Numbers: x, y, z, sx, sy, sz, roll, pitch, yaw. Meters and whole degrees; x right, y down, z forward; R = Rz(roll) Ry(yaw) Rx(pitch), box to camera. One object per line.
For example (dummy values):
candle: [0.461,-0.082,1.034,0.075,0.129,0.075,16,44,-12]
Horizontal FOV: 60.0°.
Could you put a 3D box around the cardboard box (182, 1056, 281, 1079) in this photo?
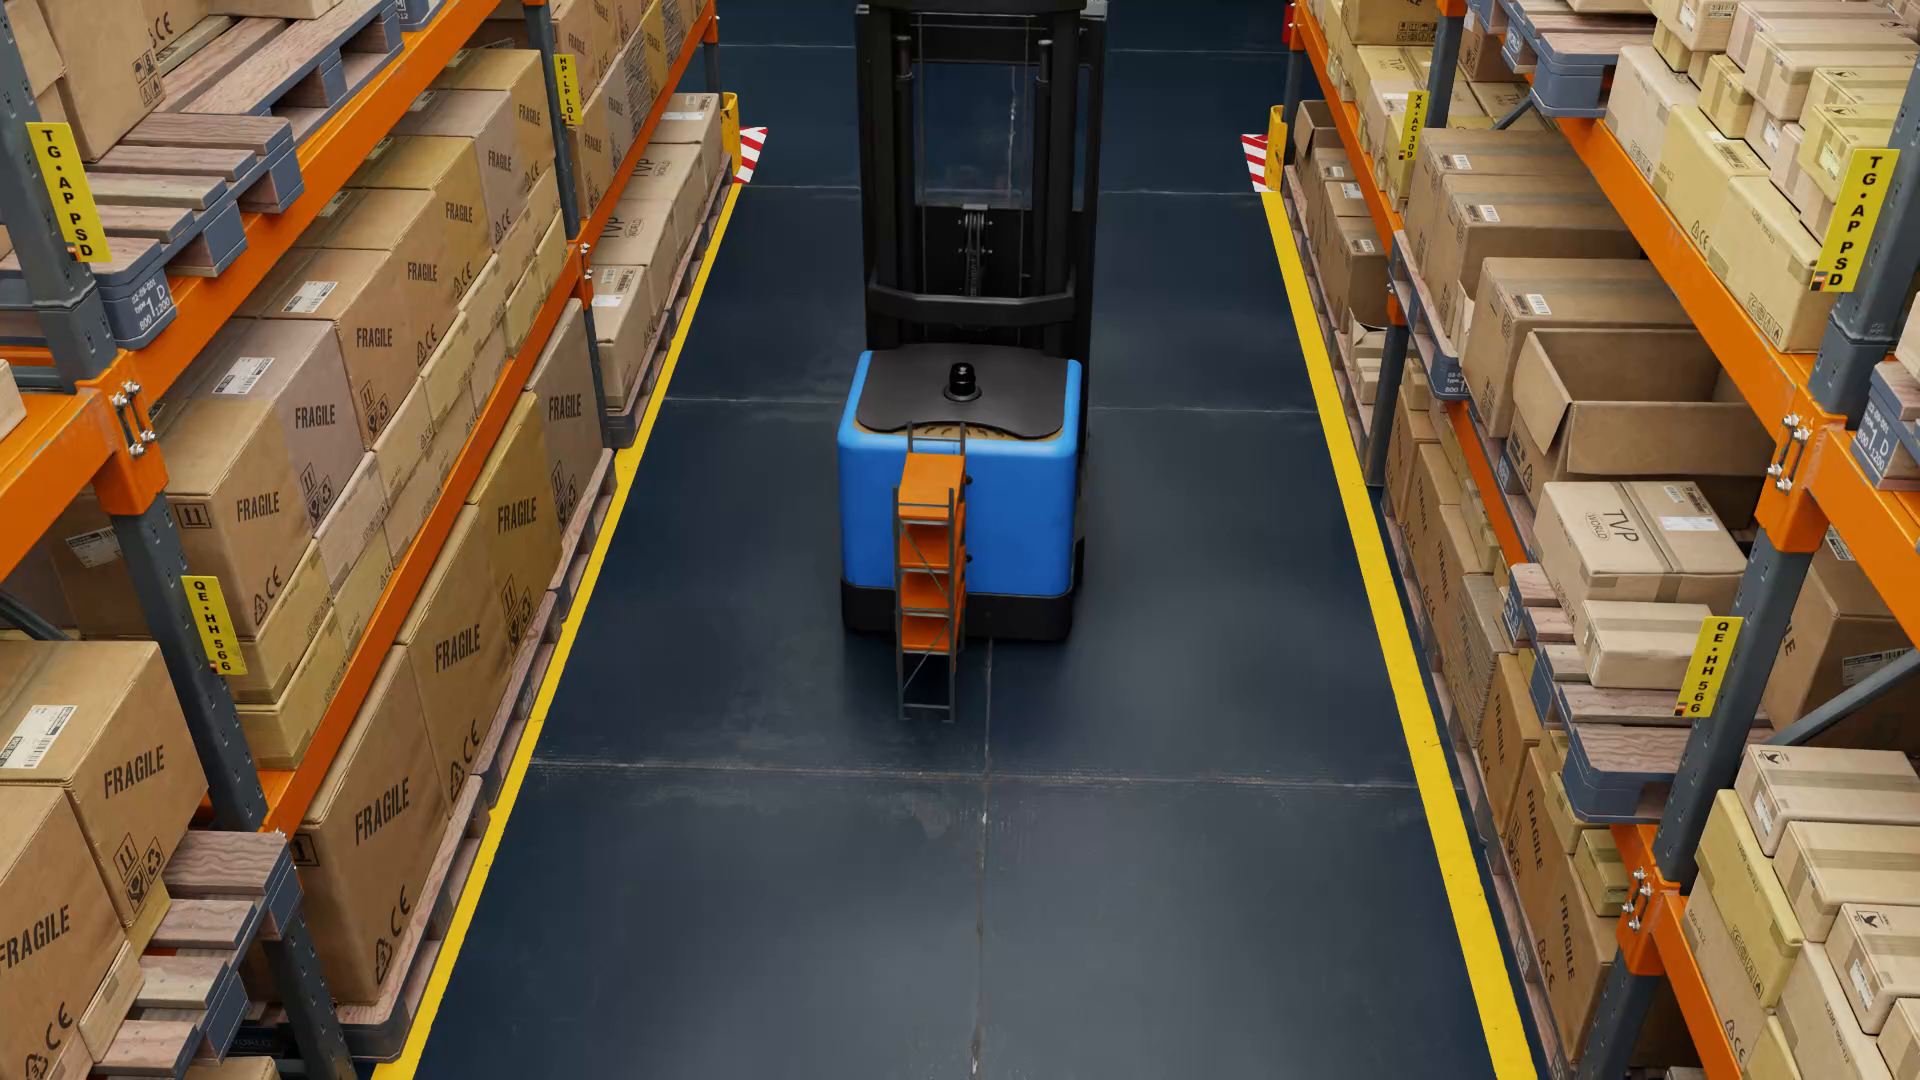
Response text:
cardboard box: [-2.541,1.890,4.873,0.950,0.372,0.625,-1,35,-1]

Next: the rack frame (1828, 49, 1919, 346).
rack frame: [2.452,-1.680,2.814,1.000,3.000,0.127,1,35,2]

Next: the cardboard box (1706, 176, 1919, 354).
cardboard box: [2.230,-0.692,4.148,0.500,0.250,0.500,0,35,0]

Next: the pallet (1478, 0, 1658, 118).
pallet: [2.477,-1.705,5.622,1.213,0.211,1.003,1,35,2]

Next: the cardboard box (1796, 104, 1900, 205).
cardboard box: [2.170,-0.881,3.811,0.380,0.149,0.250,2,35,3]

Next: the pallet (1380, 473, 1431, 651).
pallet: [2.617,0.085,7.945,1.003,0.211,1.213,1,35,2]

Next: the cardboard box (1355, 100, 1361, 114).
cardboard box: [2.453,-2.496,9.411,0.380,0.149,0.250,1,35,2]

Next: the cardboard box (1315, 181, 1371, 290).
cardboard box: [2.459,-1.830,10.054,0.500,0.500,0.500,2,35,3]

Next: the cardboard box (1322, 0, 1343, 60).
cardboard box: [2.448,-3.047,9.848,0.500,0.250,0.500,1,35,1]

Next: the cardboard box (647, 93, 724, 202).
cardboard box: [-2.113,-2.676,11.313,0.875,0.438,0.875,0,35,0]

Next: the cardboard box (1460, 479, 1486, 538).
cardboard box: [2.354,-0.129,7.070,0.380,0.149,0.250,1,35,2]

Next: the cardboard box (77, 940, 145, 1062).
cardboard box: [-2.190,1.088,3.946,0.380,0.149,0.250,1,35,1]

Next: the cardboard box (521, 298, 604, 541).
cardboard box: [-2.293,-0.581,7.950,0.875,0.875,0.875,2,35,3]

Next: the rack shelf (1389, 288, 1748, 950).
rack shelf: [2.532,-0.080,6.381,1.077,0.370,4.000,1,35,2]

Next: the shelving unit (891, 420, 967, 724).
shelving unit: [-0.121,0.147,6.998,0.258,1.200,0.503,3,35,4]

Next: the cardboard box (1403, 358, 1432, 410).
cardboard box: [2.332,-0.738,7.936,0.380,0.149,0.250,3,35,4]

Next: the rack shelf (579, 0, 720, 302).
rack shelf: [-2.267,-2.491,9.811,1.077,0.370,4.000,1,35,2]

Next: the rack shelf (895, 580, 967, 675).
rack shelf: [-0.121,0.364,7.150,0.258,0.148,0.480,3,35,4]

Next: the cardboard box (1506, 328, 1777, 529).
cardboard box: [2.332,-0.382,5.729,0.797,0.503,0.637,1,35,1]

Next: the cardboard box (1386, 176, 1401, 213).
cardboard box: [2.362,-1.760,8.364,0.380,0.149,0.250,2,35,3]

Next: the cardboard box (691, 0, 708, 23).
cardboard box: [-1.942,-3.692,10.808,0.500,0.500,0.500,2,35,2]

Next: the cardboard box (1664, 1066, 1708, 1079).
cardboard box: [2.413,1.932,4.592,0.875,0.625,0.625,2,35,3]

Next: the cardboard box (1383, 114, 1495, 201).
cardboard box: [2.389,-1.882,8.191,0.500,0.250,0.500,2,35,3]

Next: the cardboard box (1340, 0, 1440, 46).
cardboard box: [2.426,-3.073,9.233,0.500,0.500,0.500,2,35,3]

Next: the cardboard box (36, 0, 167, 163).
cardboard box: [-2.658,-1.351,4.503,0.700,0.500,0.500,0,35,0]

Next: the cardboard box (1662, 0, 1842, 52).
cardboard box: [2.214,-1.481,4.665,0.380,0.149,0.250,1,35,1]

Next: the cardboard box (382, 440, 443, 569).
cardboard box: [-2.207,-0.149,5.983,0.500,0.250,0.500,2,35,3]

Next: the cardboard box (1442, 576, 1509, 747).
cardboard box: [2.305,0.491,6.752,0.500,0.500,0.500,0,35,0]

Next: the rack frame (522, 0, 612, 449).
rack frame: [-2.348,-1.636,7.969,1.000,3.000,0.127,1,35,2]

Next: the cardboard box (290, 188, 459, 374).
cardboard box: [-2.174,-0.938,6.019,0.500,0.500,0.500,2,35,3]

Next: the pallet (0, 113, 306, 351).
pallet: [-2.535,-0.859,4.419,1.213,0.211,1.003,3,35,4]

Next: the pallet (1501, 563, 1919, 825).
pallet: [2.409,0.462,5.151,1.213,0.211,1.003,1,35,2]

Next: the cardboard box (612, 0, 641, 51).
cardboard box: [-2.028,-2.938,8.866,0.500,0.500,0.500,2,35,3]

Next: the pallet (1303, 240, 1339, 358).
pallet: [2.687,-1.480,10.173,1.003,0.211,1.213,1,35,2]

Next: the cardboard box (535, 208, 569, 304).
cardboard box: [-2.114,-1.311,7.638,0.500,0.250,0.500,1,35,1]

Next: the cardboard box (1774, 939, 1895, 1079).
cardboard box: [2.168,1.168,3.675,0.500,0.250,0.500,2,35,3]

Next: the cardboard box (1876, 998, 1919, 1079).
cardboard box: [2.153,1.097,3.430,0.380,0.149,0.250,2,35,2]

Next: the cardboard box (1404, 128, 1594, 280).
cardboard box: [2.369,-1.464,7.272,0.700,0.500,0.500,2,35,3]

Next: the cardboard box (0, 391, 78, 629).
cardboard box: [-2.749,-0.091,4.814,0.500,0.500,0.500,0,35,1]

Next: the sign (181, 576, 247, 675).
sign: [-1.966,0.228,4.379,0.100,0.325,0.005,1,35,2]

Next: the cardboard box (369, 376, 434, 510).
cardboard box: [-2.187,-0.350,5.834,0.500,0.250,0.500,1,35,2]

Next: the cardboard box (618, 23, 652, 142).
cardboard box: [-2.016,-2.515,9.133,0.500,0.500,0.500,2,35,2]

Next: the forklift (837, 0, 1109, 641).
forklift: [0.113,-1.577,7.945,1.130,2.935,3.031,3,35,4]

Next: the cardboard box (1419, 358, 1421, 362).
cardboard box: [2.393,-0.859,7.849,0.380,0.149,0.250,1,35,1]

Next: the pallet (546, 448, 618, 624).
pallet: [-2.303,-0.050,8.138,1.003,0.211,1.213,1,35,2]

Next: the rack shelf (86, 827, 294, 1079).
rack shelf: [-2.589,2.105,3.271,1.077,0.370,4.000,1,35,2]

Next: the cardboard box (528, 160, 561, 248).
cardboard box: [-2.122,-1.520,7.500,0.500,0.250,0.500,1,35,2]

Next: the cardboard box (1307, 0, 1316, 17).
cardboard box: [2.486,-3.537,10.892,0.380,0.149,0.250,1,35,2]

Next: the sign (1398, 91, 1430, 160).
sign: [2.070,-1.886,7.572,0.100,0.325,0.005,1,35,2]

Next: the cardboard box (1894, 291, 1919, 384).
cardboard box: [2.134,-0.377,3.319,0.380,0.166,0.250,1,35,2]

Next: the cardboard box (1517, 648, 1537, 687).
cardboard box: [2.318,0.469,6.219,0.380,0.149,0.250,1,35,1]

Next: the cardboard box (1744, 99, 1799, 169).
cardboard box: [2.291,-1.063,4.328,0.380,0.149,0.250,2,35,3]
